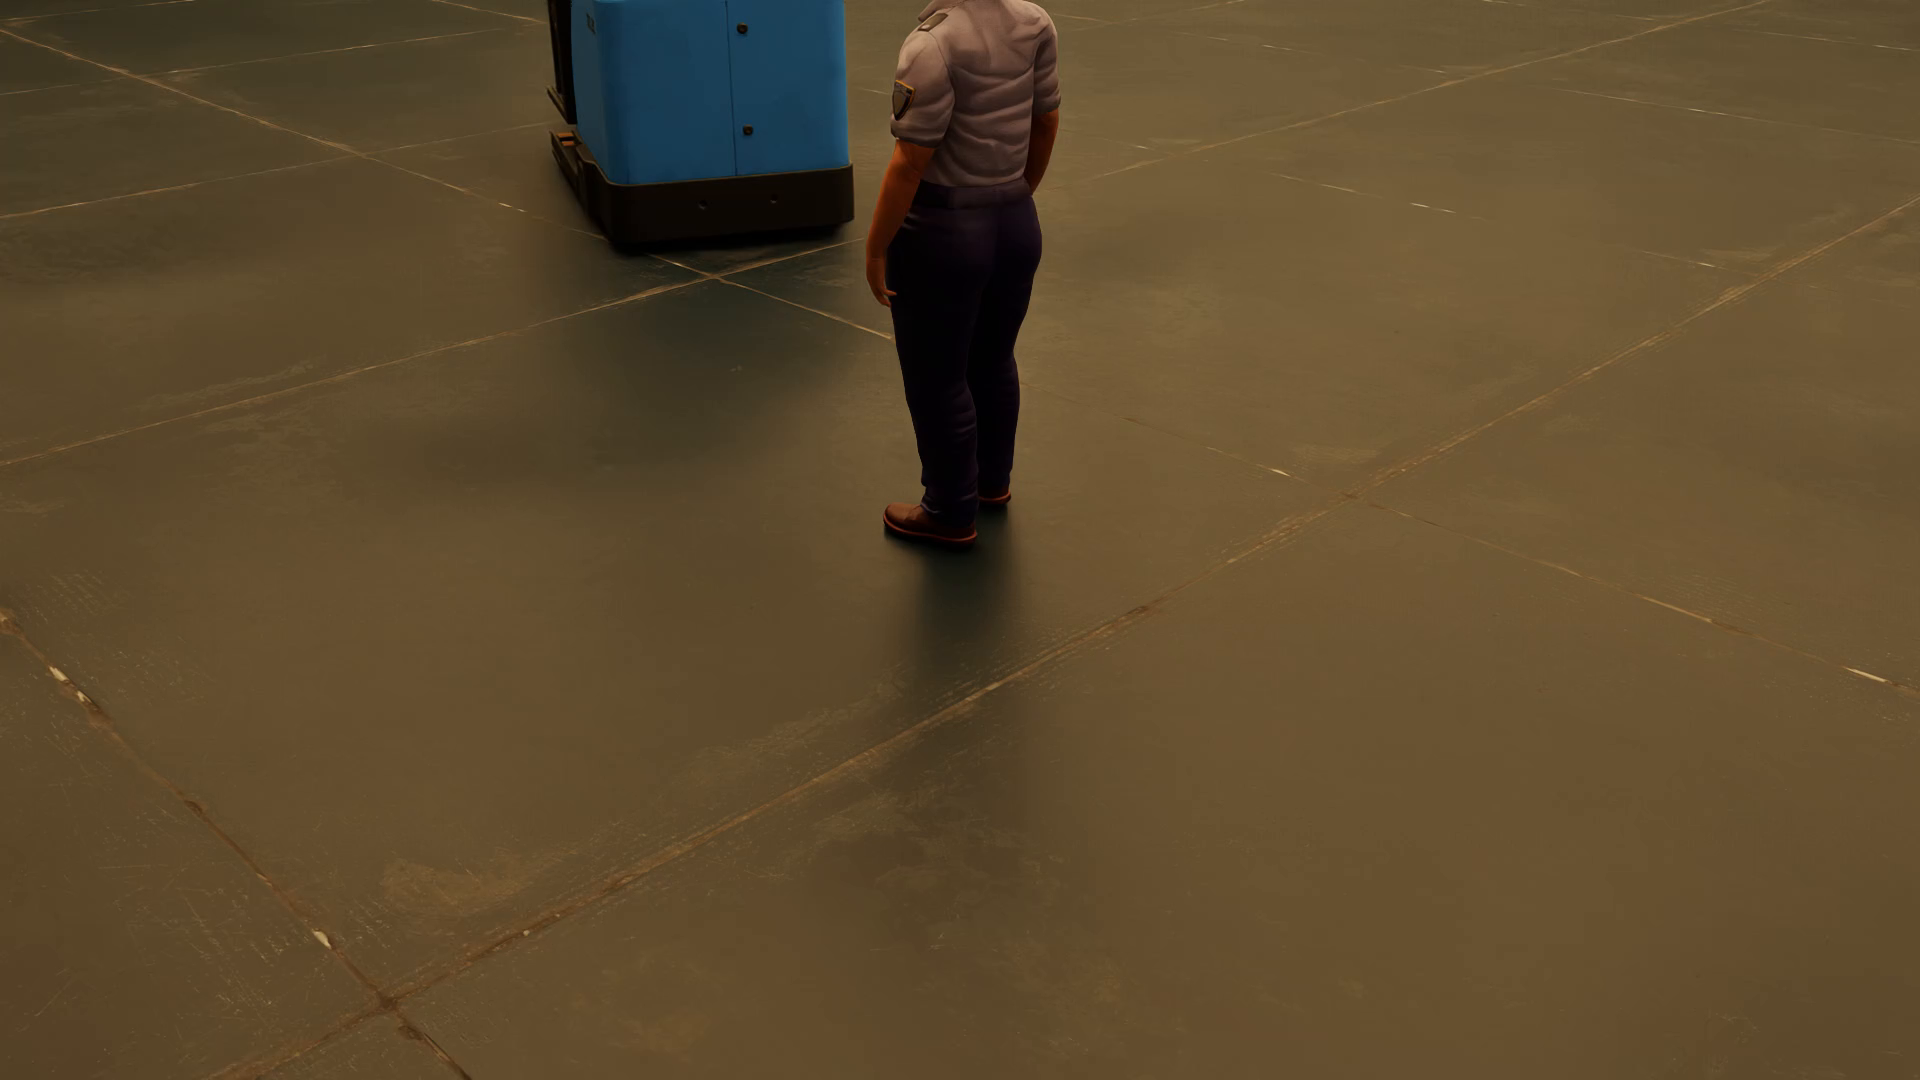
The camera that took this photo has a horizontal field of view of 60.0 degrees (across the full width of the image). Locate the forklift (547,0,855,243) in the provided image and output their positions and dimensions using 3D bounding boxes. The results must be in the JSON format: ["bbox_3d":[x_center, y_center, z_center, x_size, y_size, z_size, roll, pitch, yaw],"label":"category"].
[{"bbox_3d":[-1.425,-3.175,7.687,1.130,2.935,3.031,-9,27,-17],"label":"forklift"}]

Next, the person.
[{"bbox_3d":[-0.047,-0.782,4.247,0.598,1.651,0.503,-24,35,-39],"label":"person"}]
